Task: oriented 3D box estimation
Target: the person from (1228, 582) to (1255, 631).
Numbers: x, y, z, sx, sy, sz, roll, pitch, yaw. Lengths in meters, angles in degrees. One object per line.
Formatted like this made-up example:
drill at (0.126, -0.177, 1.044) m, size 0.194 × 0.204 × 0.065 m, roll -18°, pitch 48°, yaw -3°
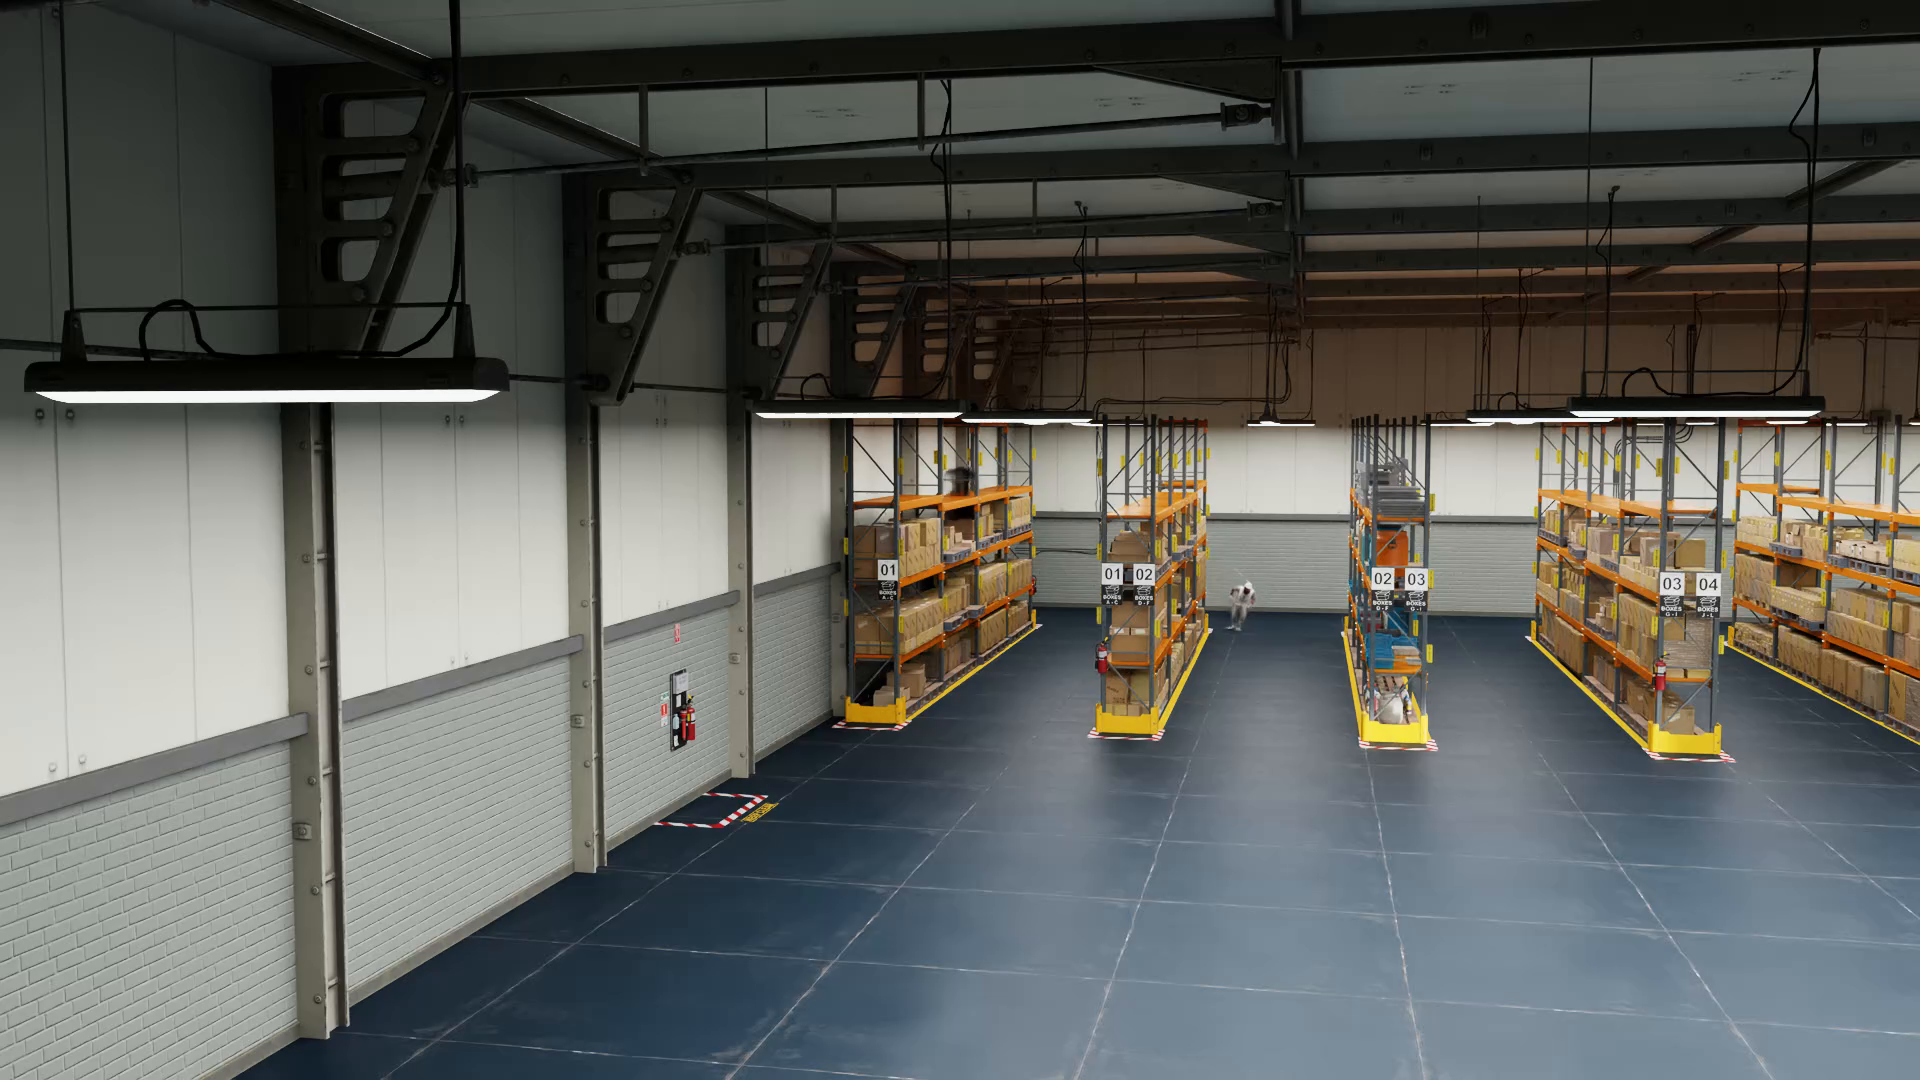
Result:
person at (7.964, 1.874, 46.916) m, size 0.712 × 1.446 × 1.002 m, roll 0°, pitch 4°, yaw 3°
